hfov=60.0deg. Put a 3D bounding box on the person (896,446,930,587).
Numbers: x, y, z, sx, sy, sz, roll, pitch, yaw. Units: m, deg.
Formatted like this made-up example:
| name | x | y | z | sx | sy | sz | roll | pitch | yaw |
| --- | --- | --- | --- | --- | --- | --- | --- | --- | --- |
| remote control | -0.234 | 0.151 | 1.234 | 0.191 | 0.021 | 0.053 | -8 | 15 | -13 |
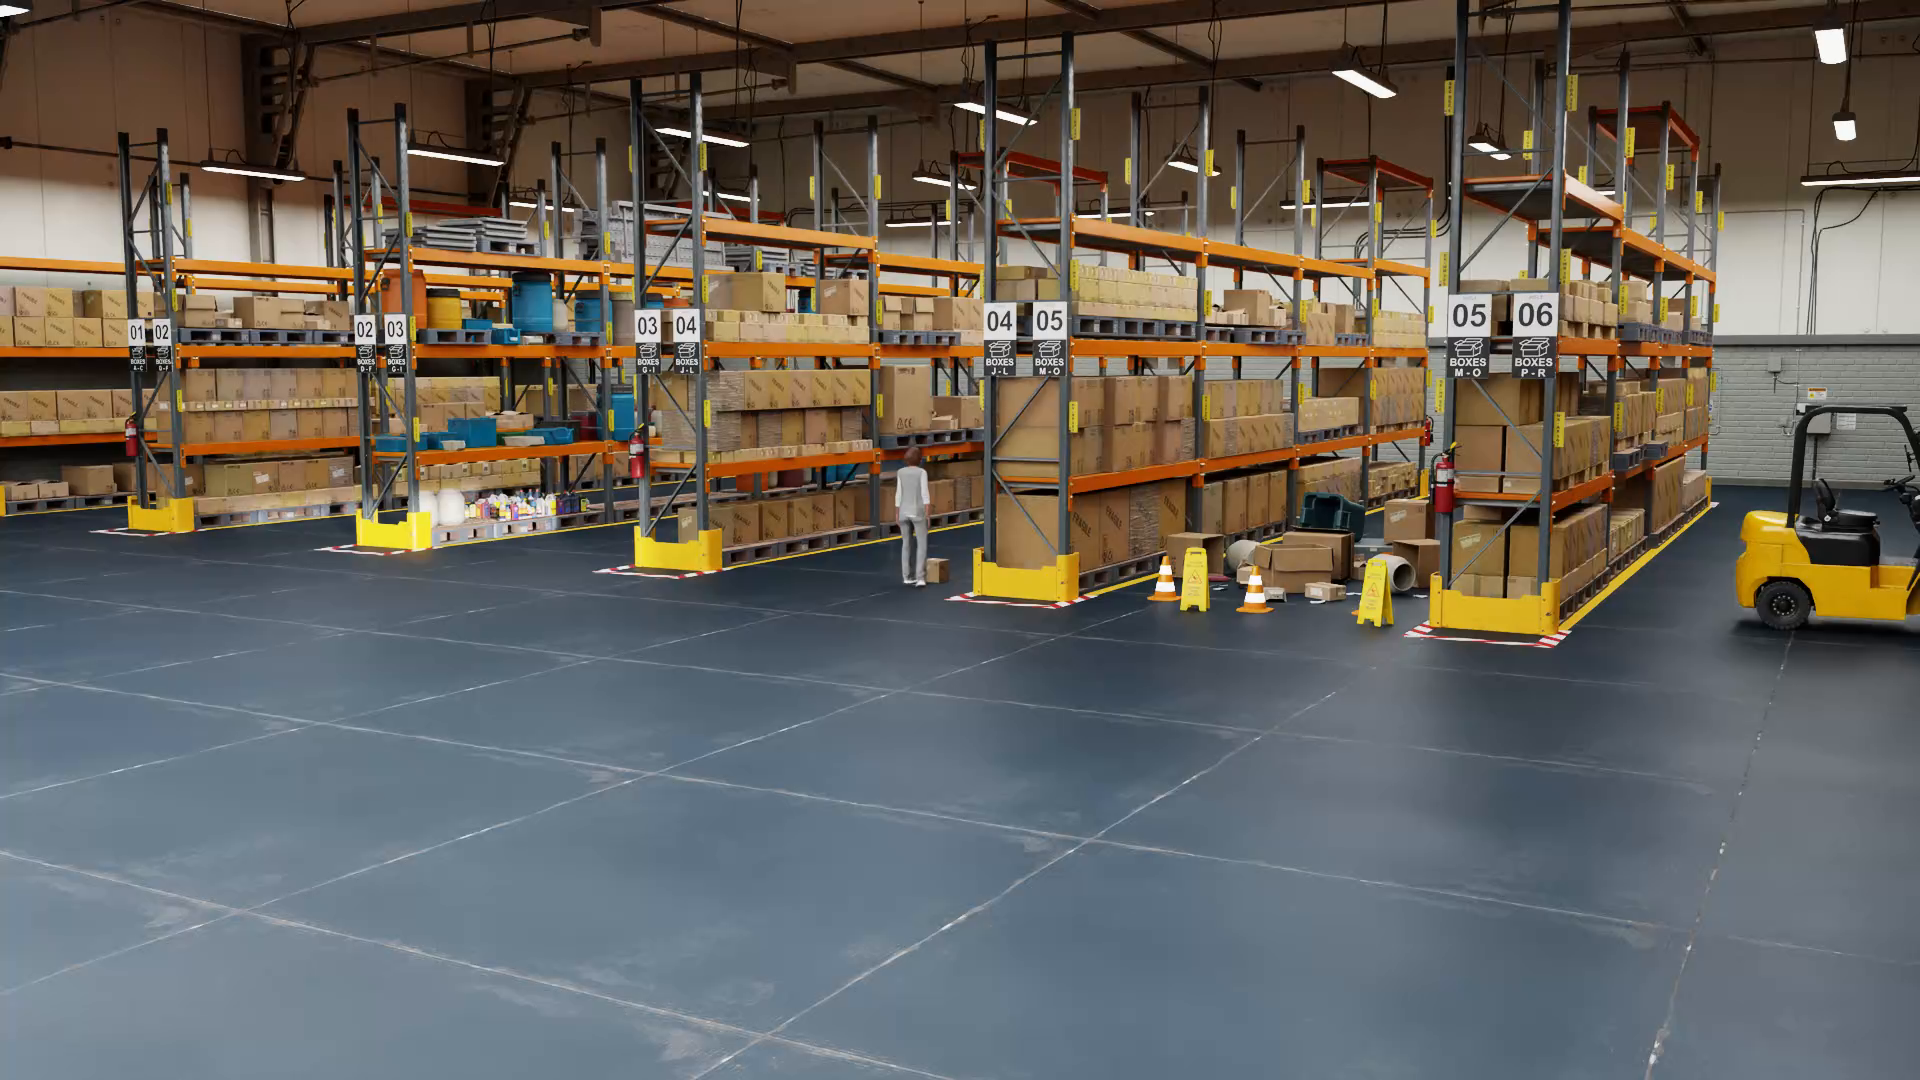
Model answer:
| name | x | y | z | sx | sy | sz | roll | pitch | yaw |
| --- | --- | --- | --- | --- | --- | --- | --- | --- | --- |
| person | -0.519 | -0.265 | 19.063 | 0.438 | 1.603 | 0.523 | 3 | 7 | 23 |
